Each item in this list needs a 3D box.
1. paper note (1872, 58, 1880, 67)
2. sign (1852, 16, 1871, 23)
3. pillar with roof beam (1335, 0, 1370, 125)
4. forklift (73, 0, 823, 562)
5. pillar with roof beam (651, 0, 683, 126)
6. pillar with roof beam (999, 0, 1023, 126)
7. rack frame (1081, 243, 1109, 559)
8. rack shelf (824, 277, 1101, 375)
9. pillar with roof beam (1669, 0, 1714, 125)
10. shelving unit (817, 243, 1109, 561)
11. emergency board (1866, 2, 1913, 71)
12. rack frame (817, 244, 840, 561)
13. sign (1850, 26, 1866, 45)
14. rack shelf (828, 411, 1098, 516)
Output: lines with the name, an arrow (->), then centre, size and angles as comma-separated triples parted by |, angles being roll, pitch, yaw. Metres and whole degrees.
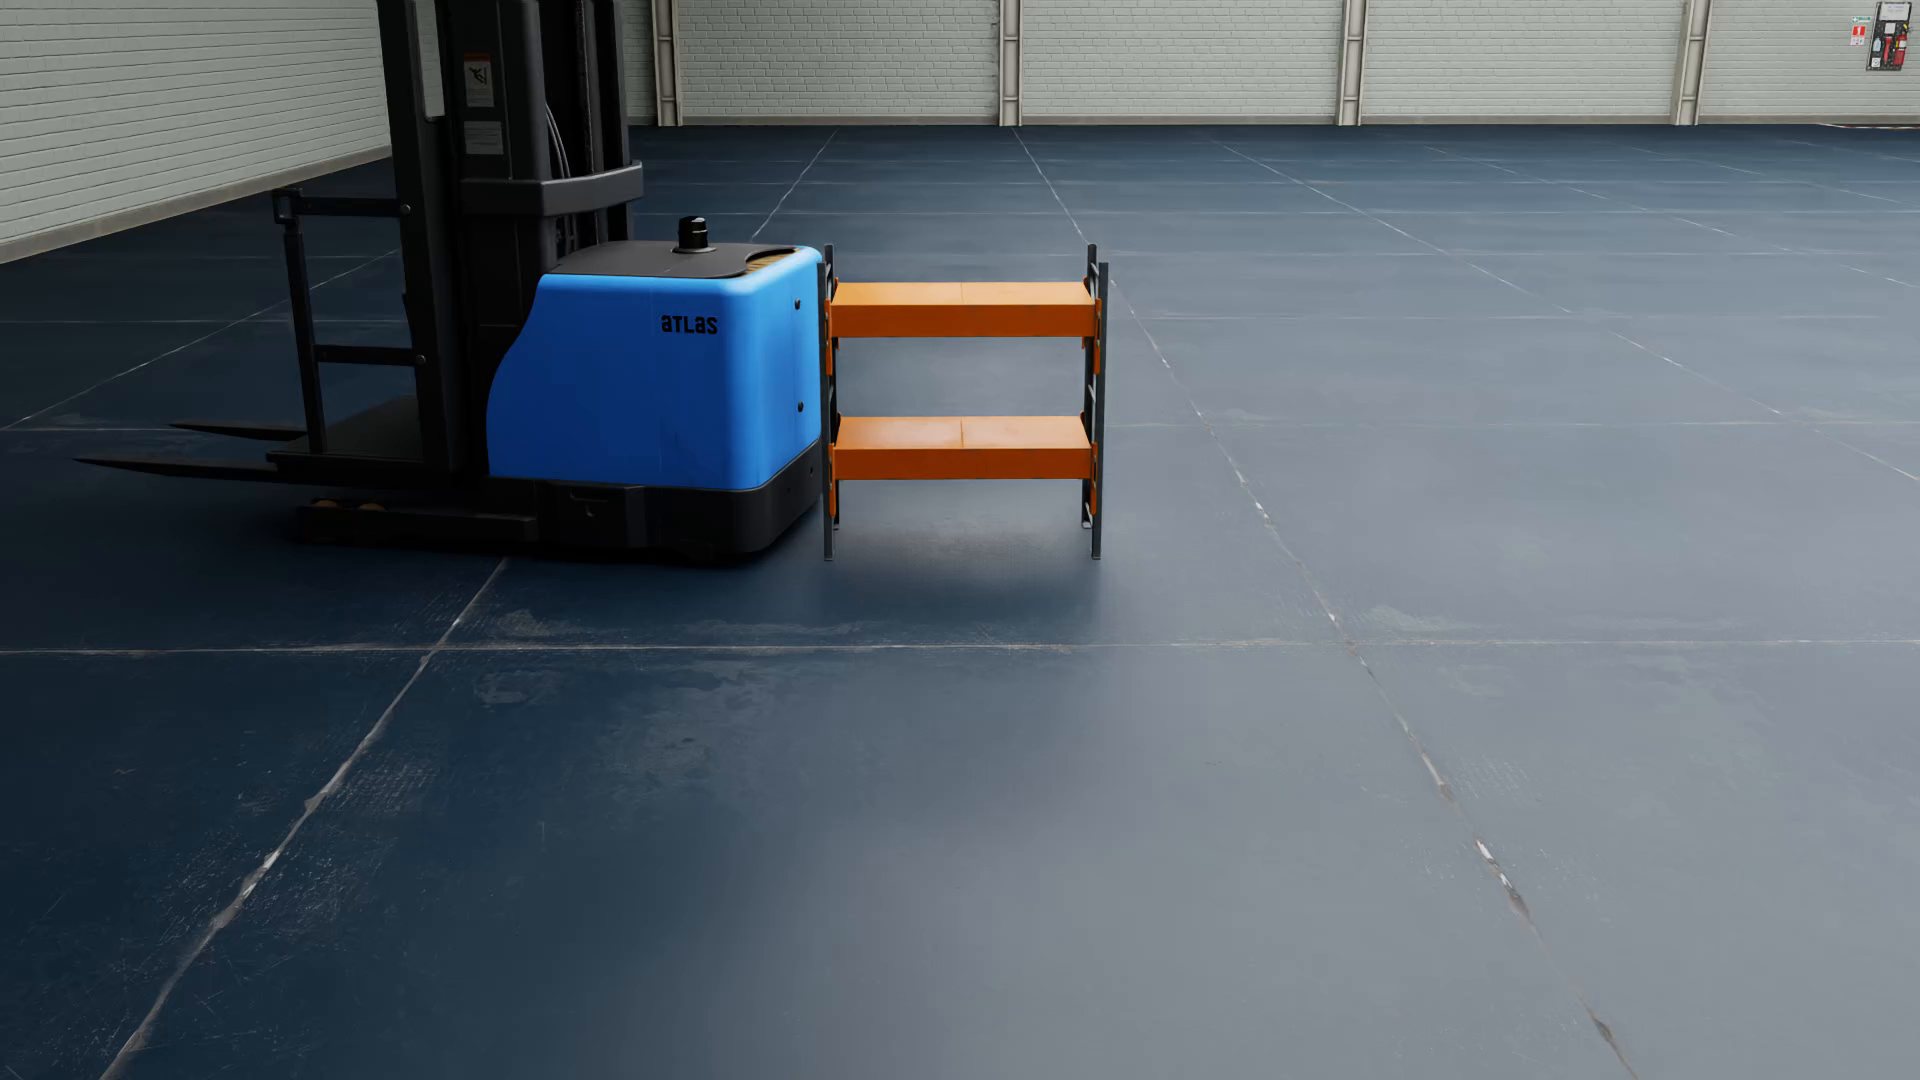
paper note -> 16.236, -8.466, 29.469 | 0.142, 0.148, 0.016 | 0, 18, -1
sign -> 15.864, -9.160, 29.266 | 0.331, 0.109, 0.001 | 0, 18, -1
pillar with roof beam -> 6.955, -10.349, 24.077 | 0.400, 9.000, 9.100 | 0, 18, -1
forklift -> -2.115, -1.523, 6.497 | 3.031, 2.935, 1.130 | 4, 18, 11
pillar with roof beam -> -5.044, -10.291, 23.896 | 0.400, 9.000, 9.100 | 0, 18, -1
pillar with roof beam -> 0.956, -10.320, 23.987 | 0.400, 9.000, 9.100 | 0, 18, -1
rack frame -> 0.515, -0.538, 6.384 | 0.032, 1.125, 0.500 | 0, 18, -1
rack shelf -> 0.007, -0.814, 6.286 | 1.000, 0.278, 0.538 | 0, 18, -1
pillar with roof beam -> 12.954, -10.378, 24.167 | 0.400, 9.000, 9.100 | 0, 18, -1
shelving unit -> 0.007, -0.536, 6.376 | 1.048, 1.125, 0.538 | 0, 18, -1
emergency board -> 16.414, -8.865, 29.271 | 0.643, 1.169, 0.194 | 0, 18, -1
rack frame -> -0.502, -0.533, 6.368 | 0.032, 1.125, 0.500 | 0, 18, -1
sign -> 15.860, -8.911, 29.356 | 0.234, 0.329, 0.001 | 0, 18, -1
rack shelf -> 0.007, -0.303, 6.451 | 1.000, 0.278, 0.538 | 0, 18, -1
